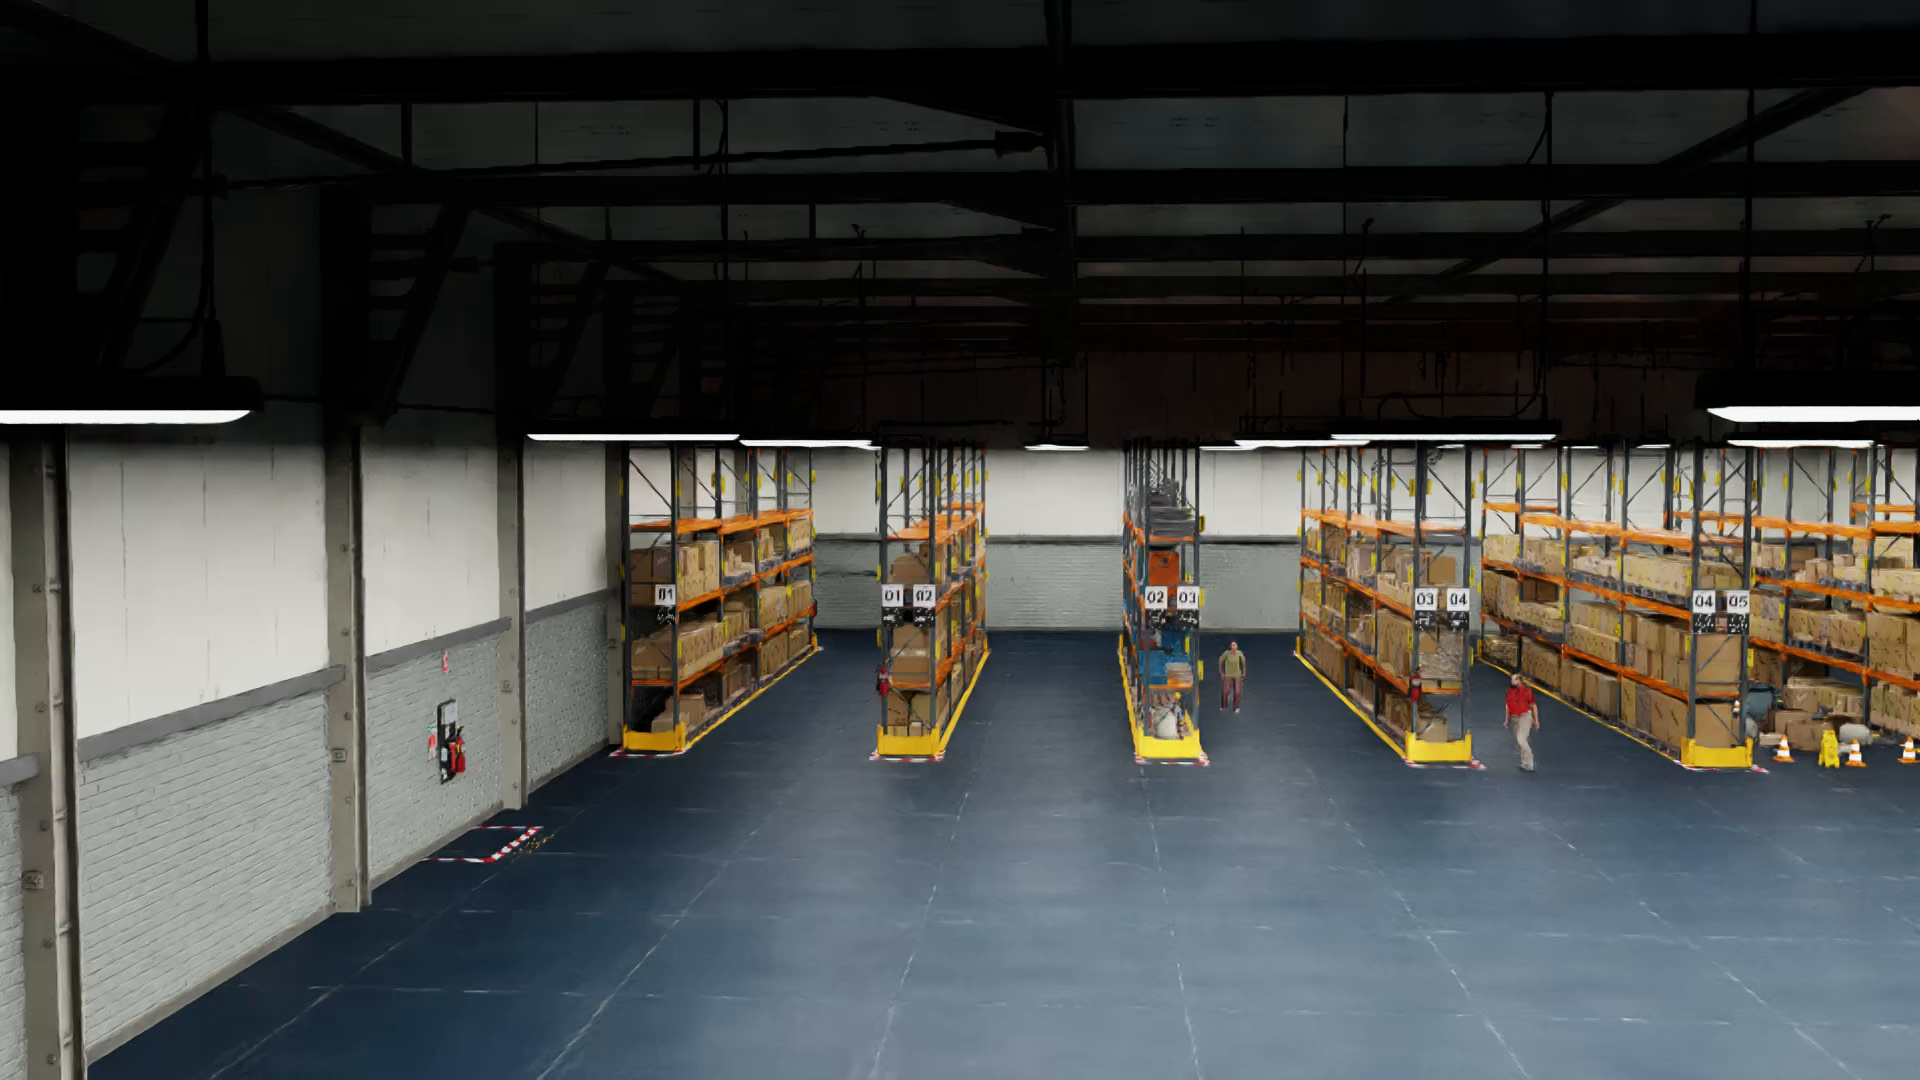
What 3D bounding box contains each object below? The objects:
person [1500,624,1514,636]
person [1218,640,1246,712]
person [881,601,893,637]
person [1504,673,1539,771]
[{"bbox_3d":[15.679,2.337,47.510,0.611,1.716,0.568,-2,3,-29],"label":"person"},{"bbox_3d":[5.955,2.974,36.383,0.598,1.619,0.507,0,3,2],"label":"person"},{"bbox_3d":[-2.126,2.157,50.470,0.588,1.700,1.193,0,3,2],"label":"person"},{"bbox_3d":[10.108,3.250,29.923,0.483,1.712,0.659,-2,3,-28],"label":"person"}]
